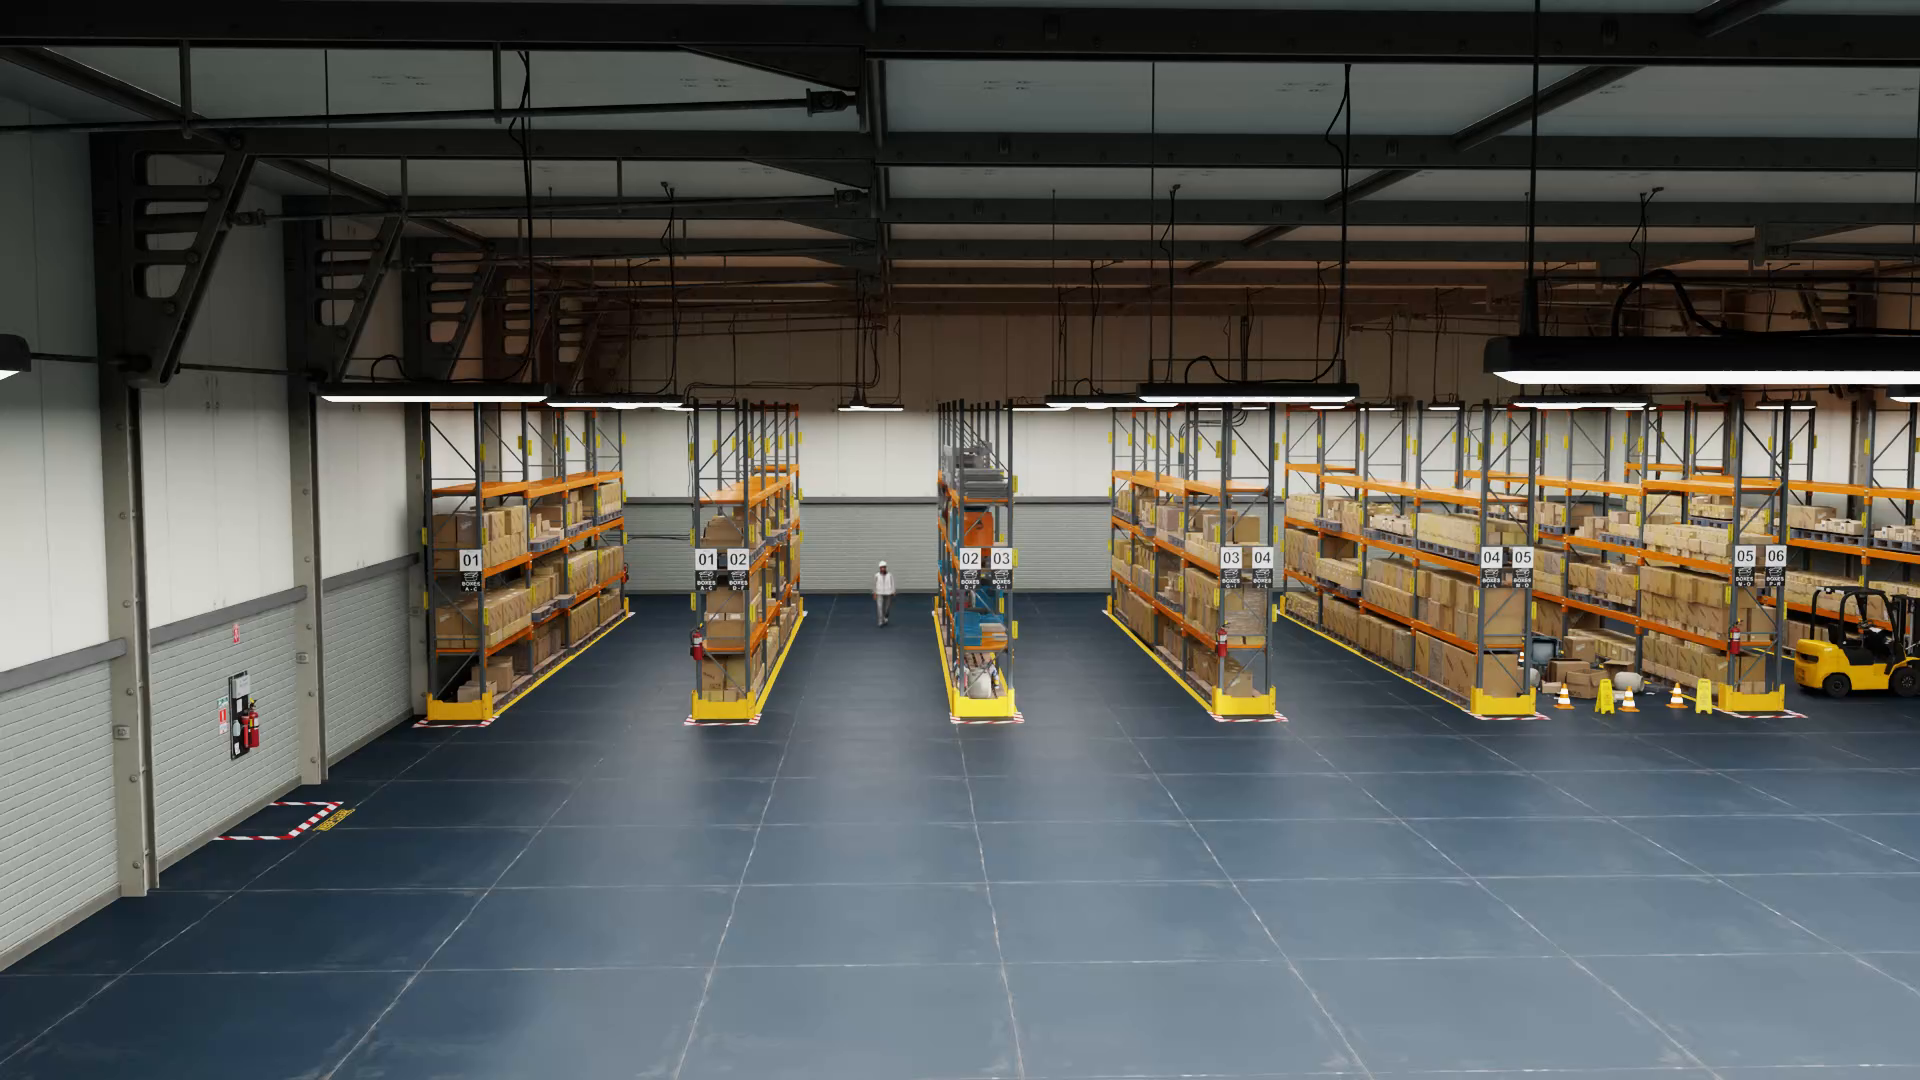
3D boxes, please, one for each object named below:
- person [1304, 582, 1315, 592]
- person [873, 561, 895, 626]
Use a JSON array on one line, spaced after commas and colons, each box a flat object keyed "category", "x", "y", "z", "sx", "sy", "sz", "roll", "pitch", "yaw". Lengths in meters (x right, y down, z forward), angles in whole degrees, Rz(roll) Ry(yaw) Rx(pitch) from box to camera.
[{"category": "person", "x": 10.931, "y": 0.962, "z": 52.098, "sx": 0.466, "sy": 1.611, "sz": 0.395, "roll": 0, "pitch": 4, "yaw": -5}, {"category": "person", "x": -2.056, "y": 1.443, "z": 44.907, "sx": 0.606, "sy": 1.725, "sz": 1.045, "roll": 0, "pitch": 4, "yaw": -4}]
